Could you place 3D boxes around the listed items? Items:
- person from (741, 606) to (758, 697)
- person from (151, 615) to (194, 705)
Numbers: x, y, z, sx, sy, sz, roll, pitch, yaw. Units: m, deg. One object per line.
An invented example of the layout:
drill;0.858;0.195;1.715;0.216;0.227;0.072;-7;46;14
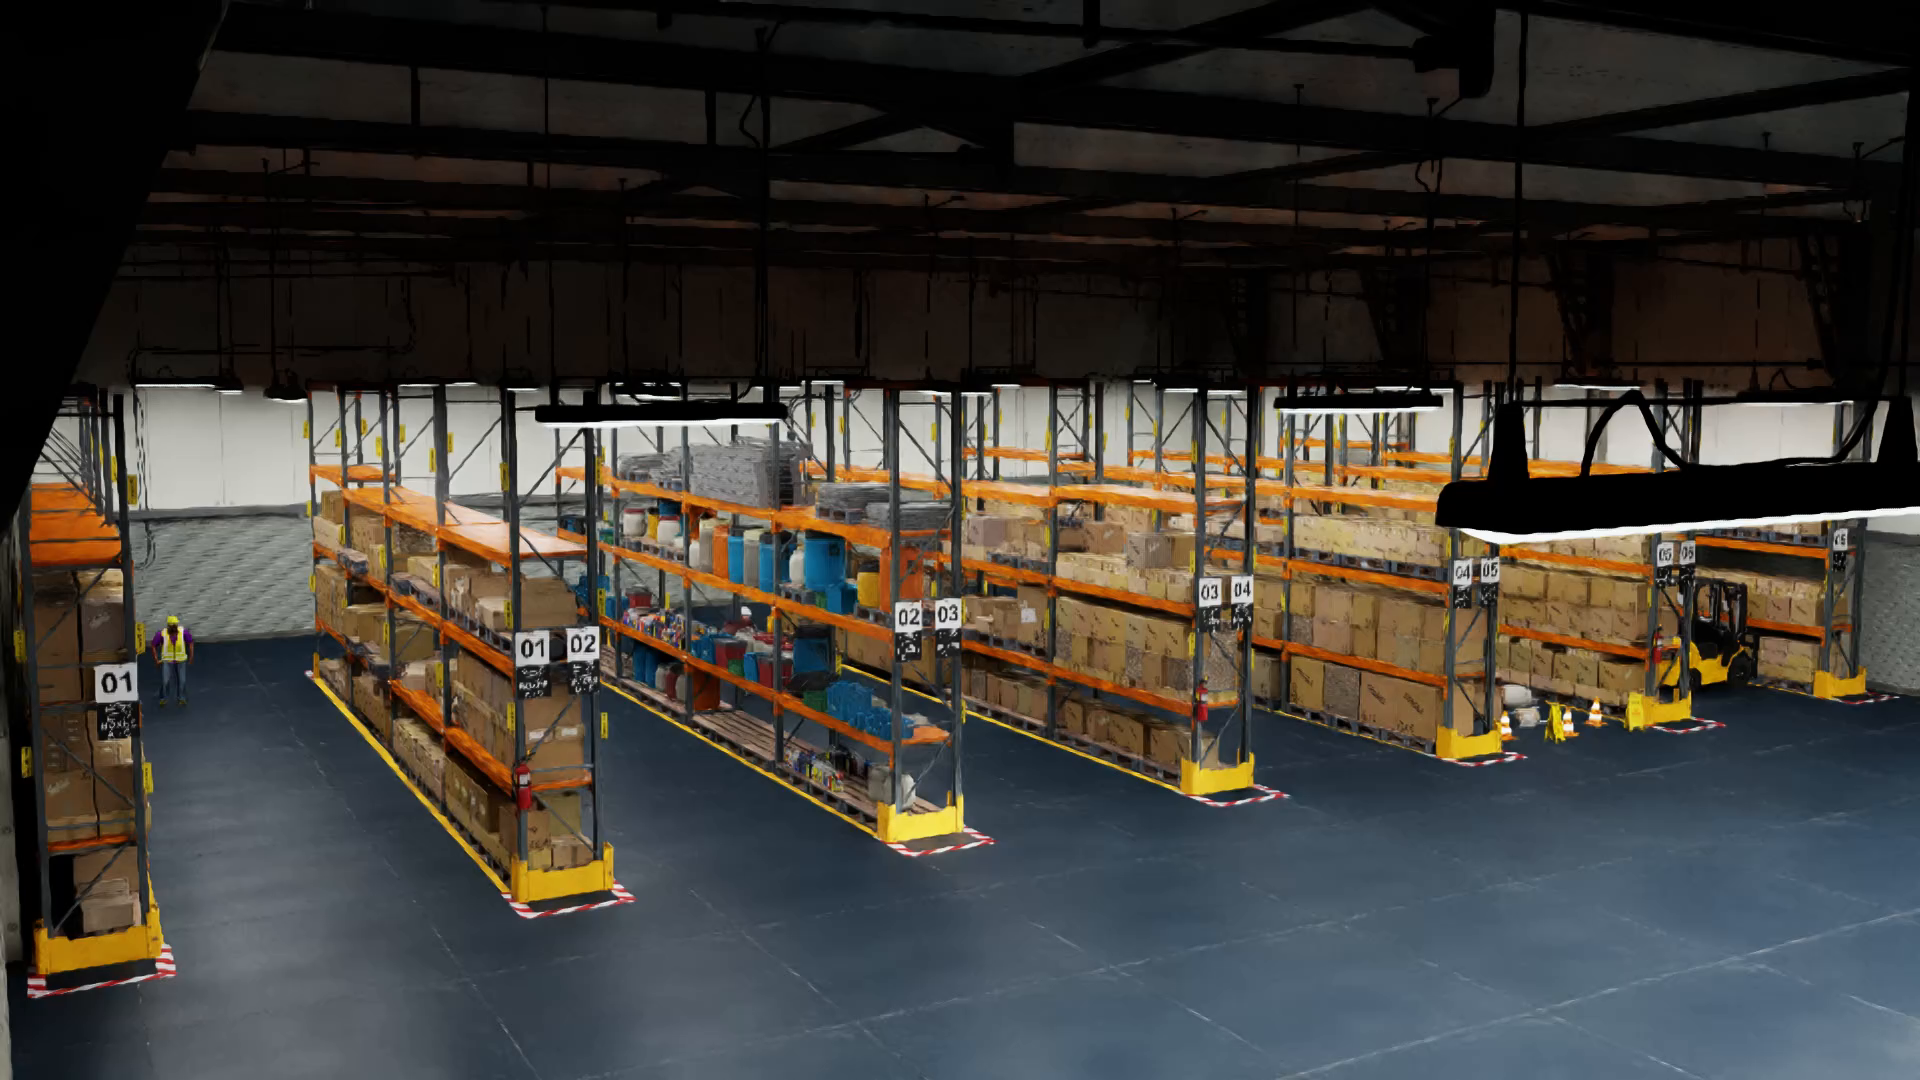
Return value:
person;-4.096;2.102;31.745;0.543;1.700;1.119;-4;7;-31
person;-14.540;2.223;30.720;0.708;1.714;0.578;-4;7;-31
